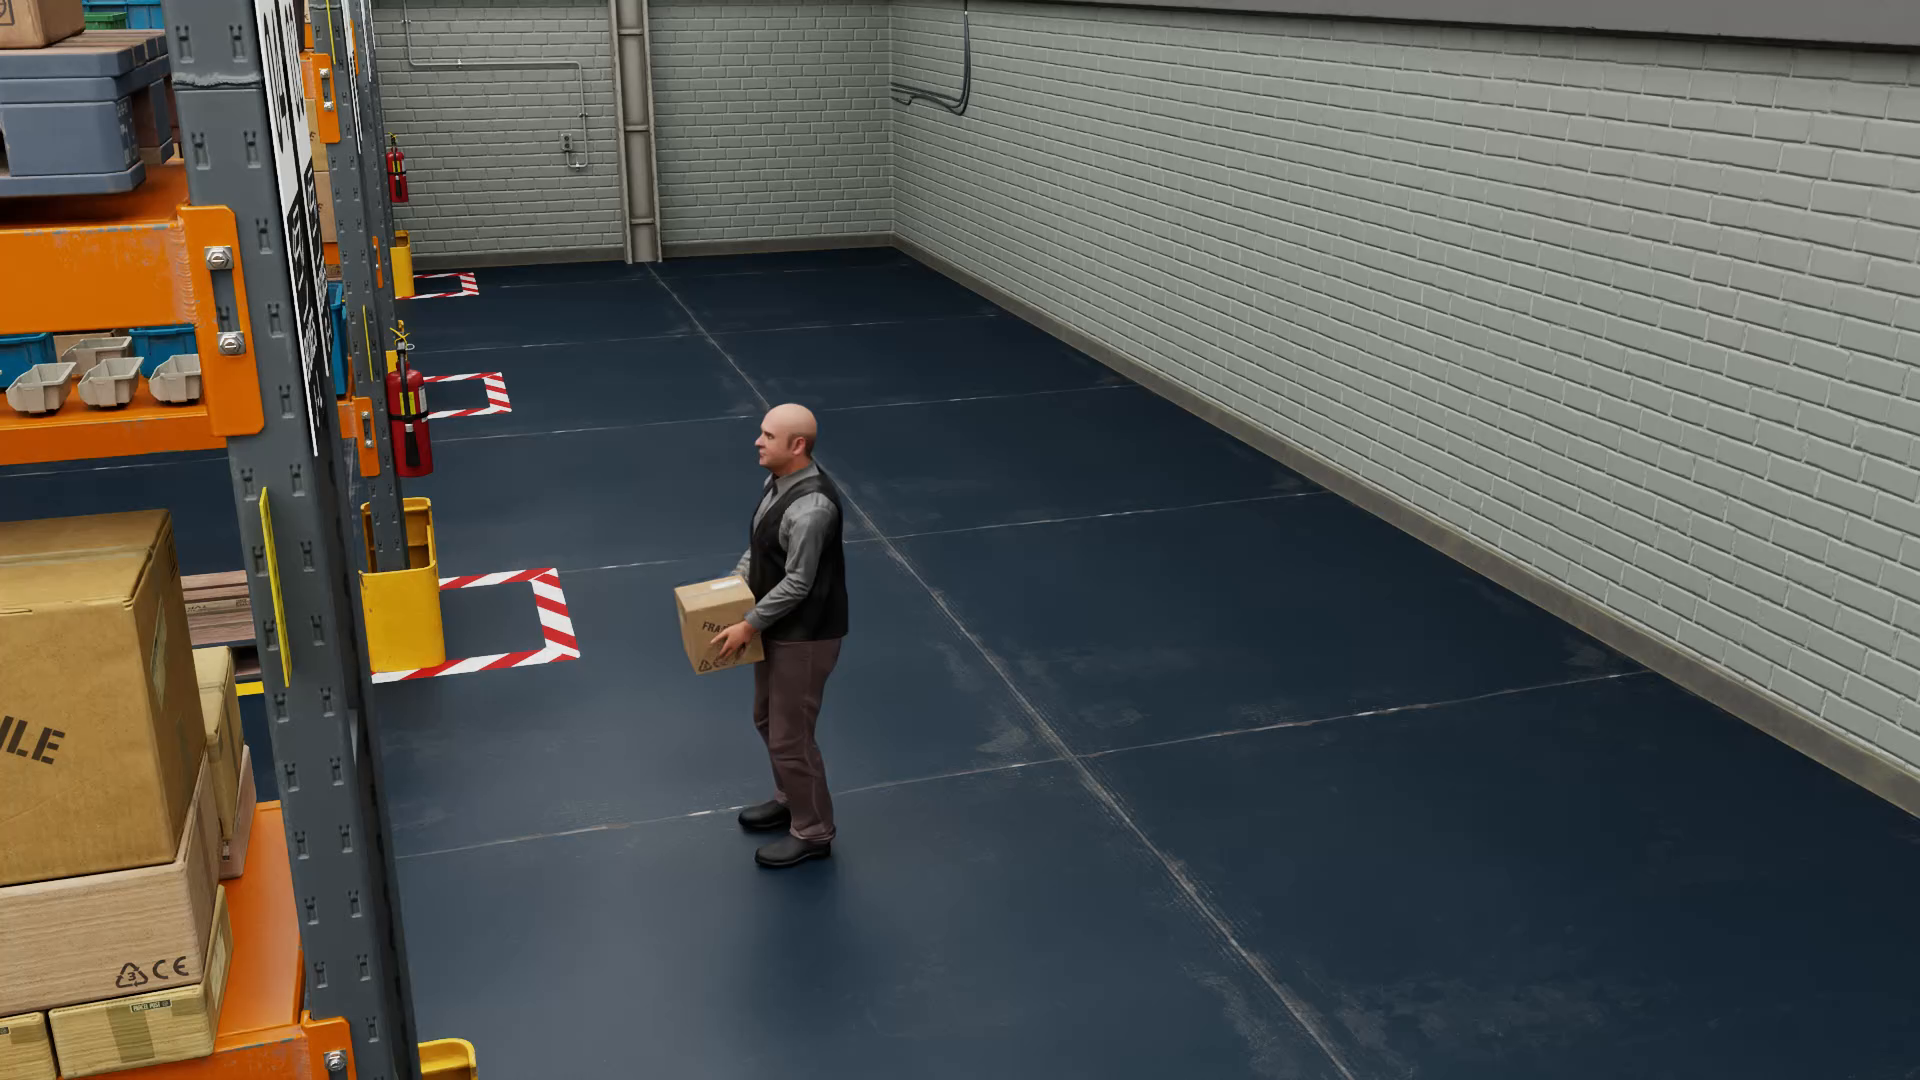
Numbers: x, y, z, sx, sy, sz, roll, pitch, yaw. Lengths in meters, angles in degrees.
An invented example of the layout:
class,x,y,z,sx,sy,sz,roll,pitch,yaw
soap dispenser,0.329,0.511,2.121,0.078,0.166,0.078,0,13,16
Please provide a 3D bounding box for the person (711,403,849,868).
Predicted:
class,x,y,z,sx,sy,sz,roll,pitch,yaw
person,-0.676,0.347,6.093,0.522,1.727,0.532,-6,20,-18
